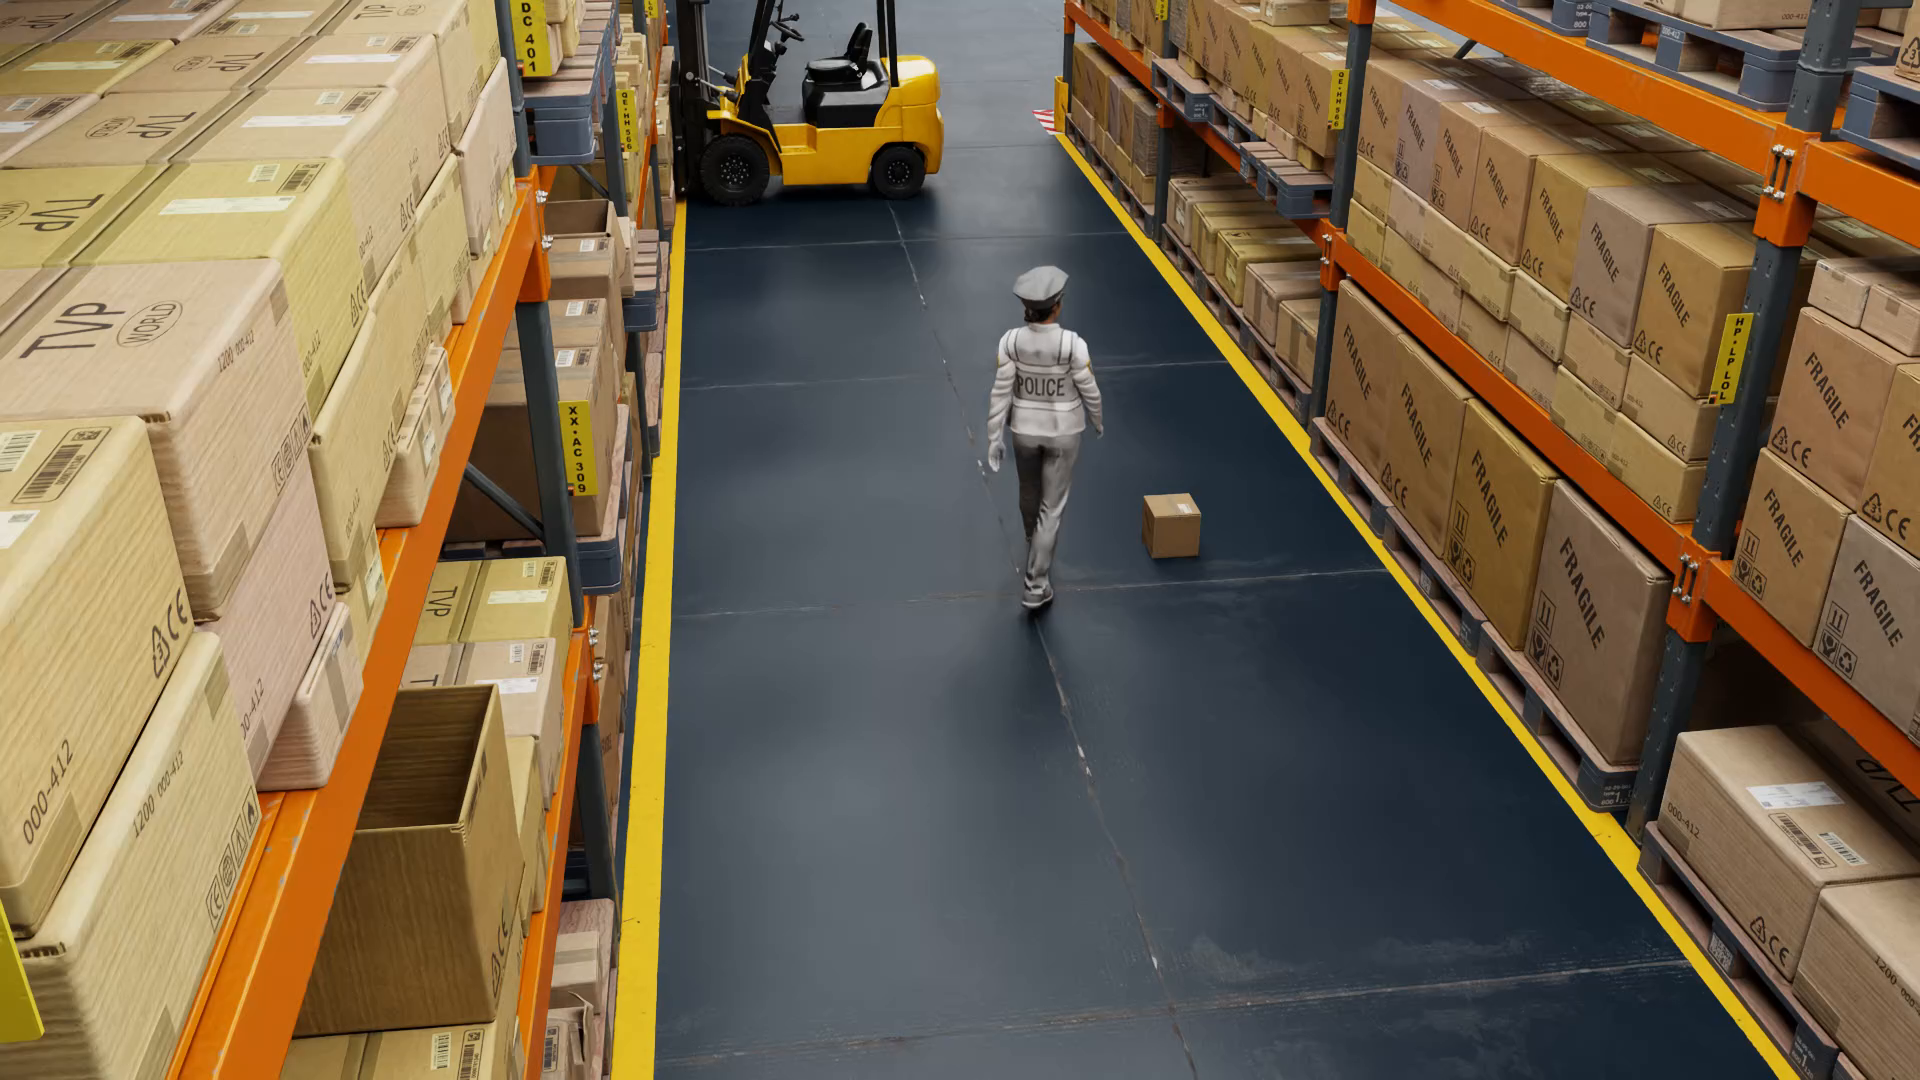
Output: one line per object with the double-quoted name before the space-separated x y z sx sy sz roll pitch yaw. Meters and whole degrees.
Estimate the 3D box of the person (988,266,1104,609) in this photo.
"person" 0.448 -0.574 8.189 0.525 1.622 1.013 10 29 18
